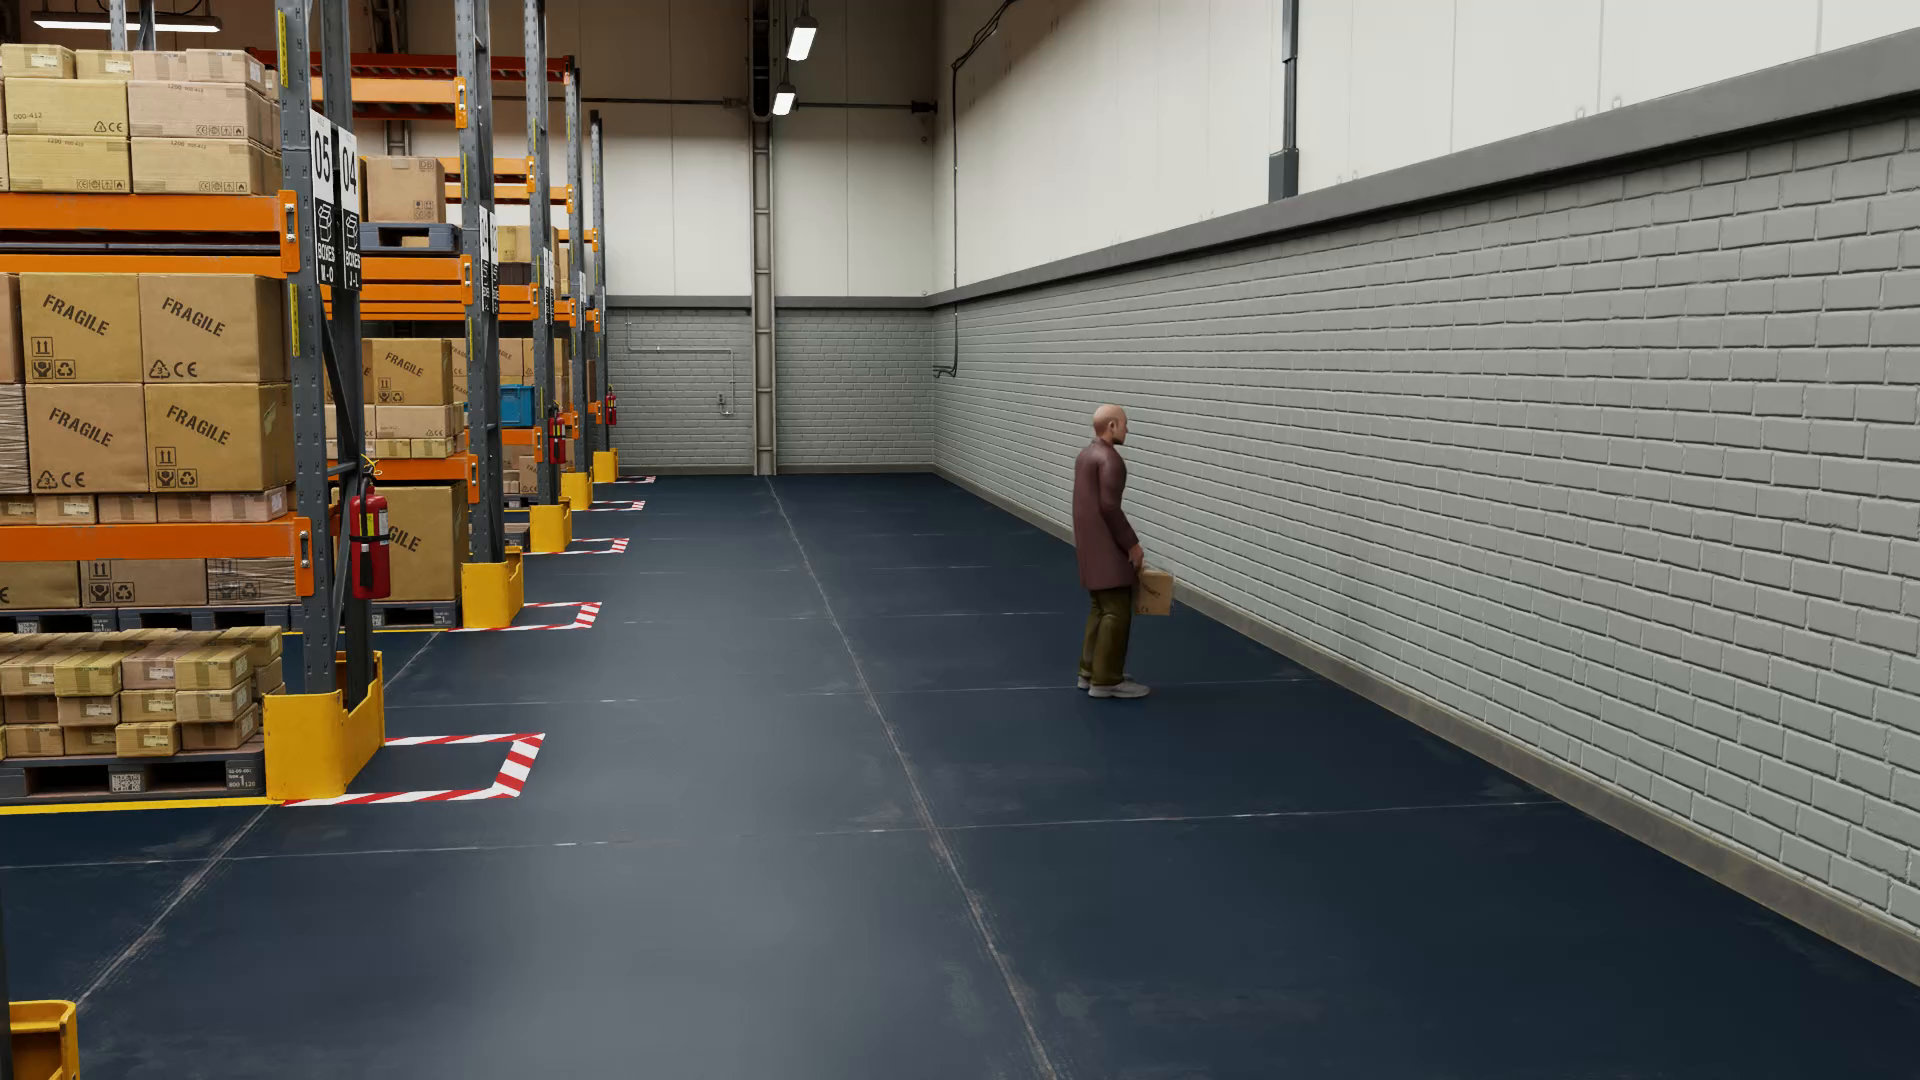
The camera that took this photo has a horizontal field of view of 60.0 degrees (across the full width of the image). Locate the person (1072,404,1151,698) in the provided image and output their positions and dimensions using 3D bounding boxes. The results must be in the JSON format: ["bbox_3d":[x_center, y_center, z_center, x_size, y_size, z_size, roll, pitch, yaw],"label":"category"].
[{"bbox_3d":[0.912,0.056,10.247,0.425,1.779,0.587,-1,6,-10],"label":"person"}]
